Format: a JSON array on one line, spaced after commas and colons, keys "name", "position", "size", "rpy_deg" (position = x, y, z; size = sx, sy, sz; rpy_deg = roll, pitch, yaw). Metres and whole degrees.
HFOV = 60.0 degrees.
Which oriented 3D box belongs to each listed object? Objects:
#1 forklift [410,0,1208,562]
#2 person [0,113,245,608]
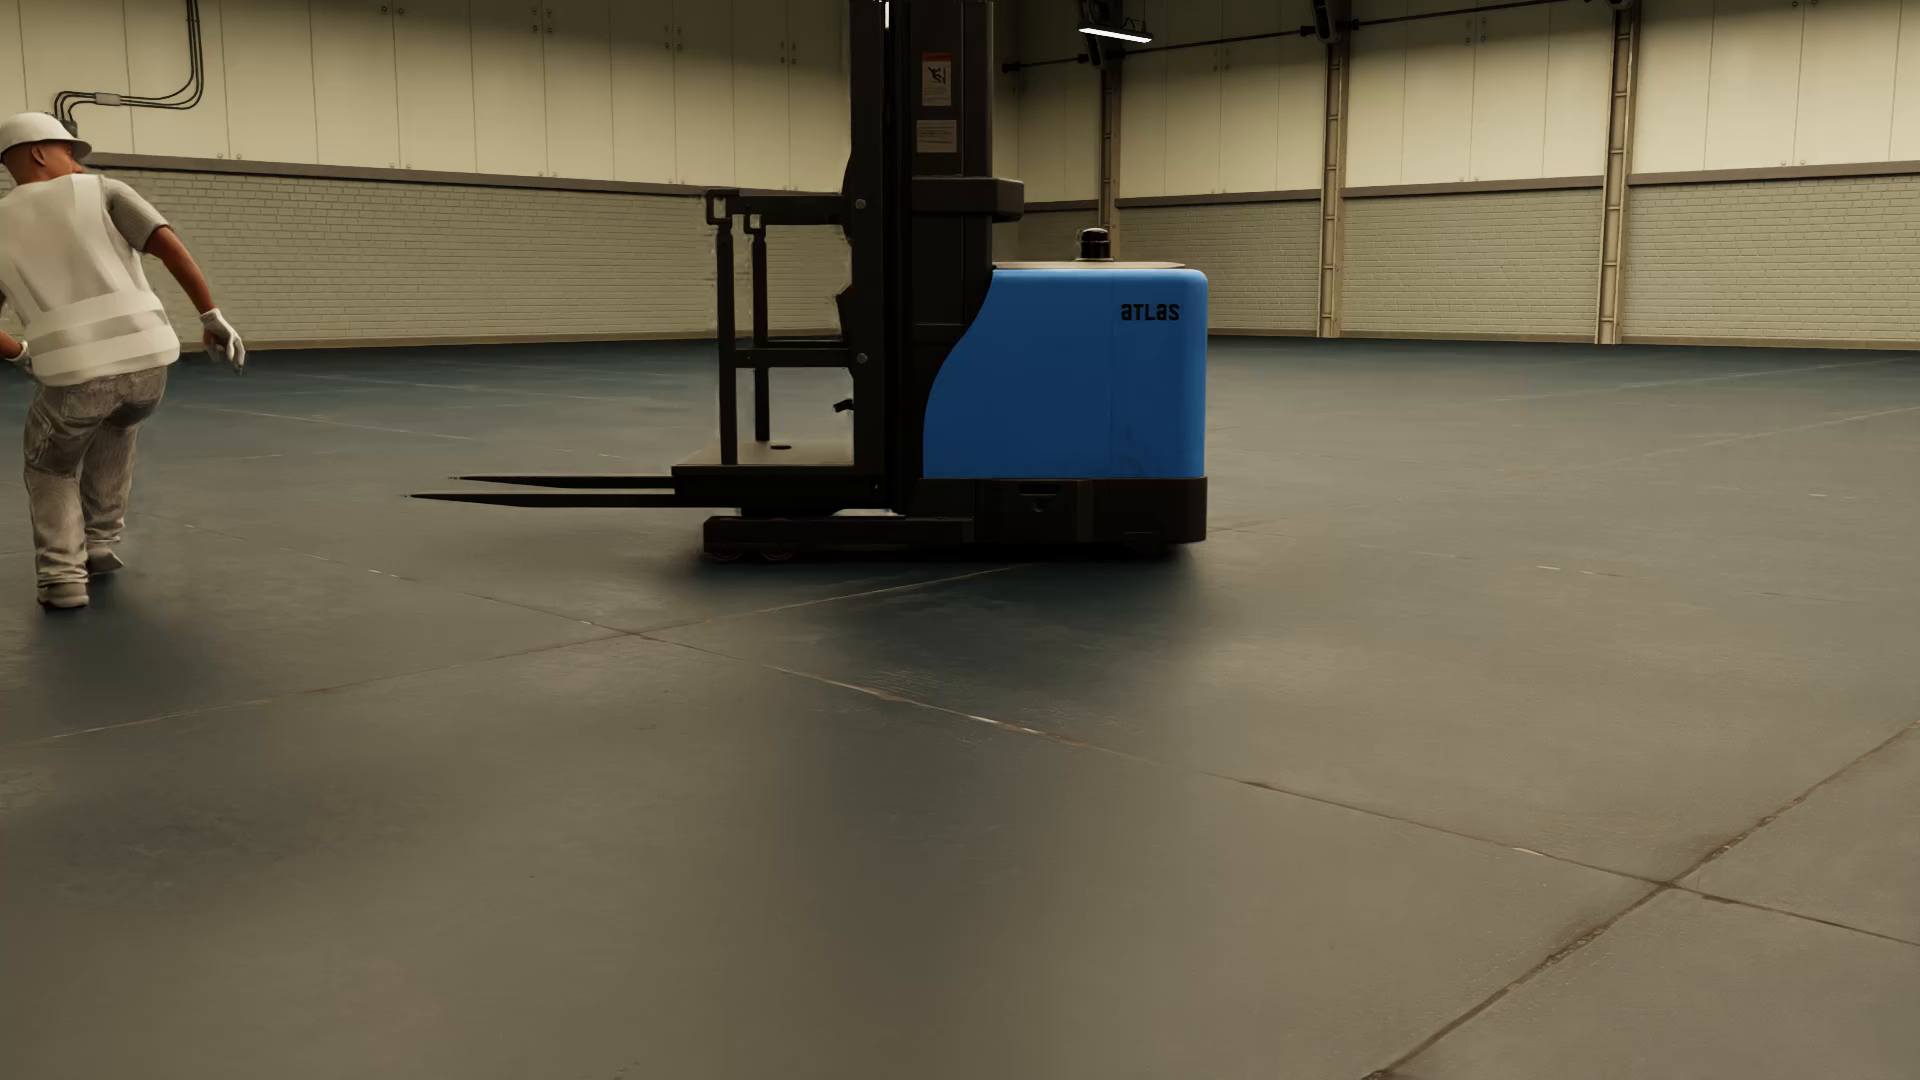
[{"name": "forklift", "position": [-0.586, -1.447, 6.485], "size": [3.031, 2.935, 1.130], "rpy_deg": [0, 9, 0]}, {"name": "person", "position": [-2.848, -0.605, 5.513], "size": [0.798, 1.576, 0.816], "rpy_deg": [-5, 10, -30]}]
